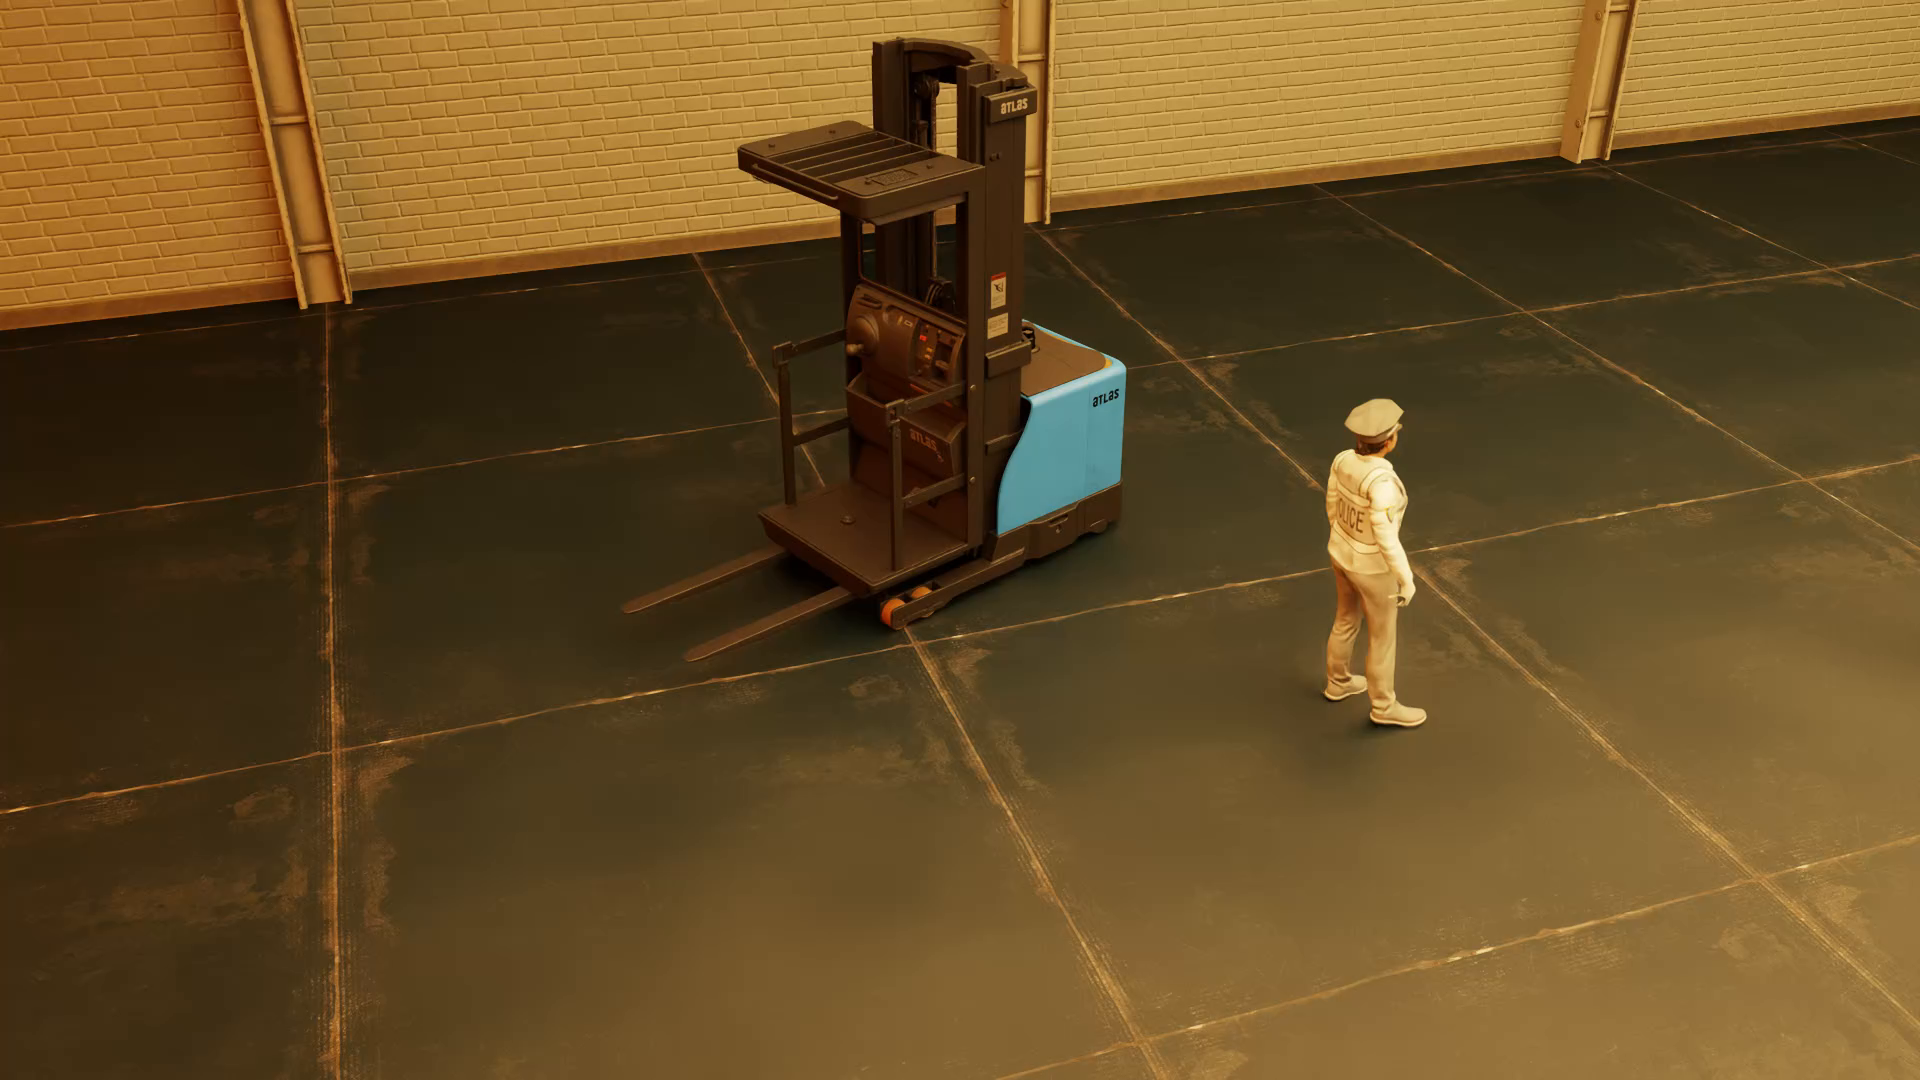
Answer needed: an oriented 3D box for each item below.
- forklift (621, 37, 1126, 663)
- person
[{"bbox_3d":[-0.461,-1.072,8.951,3.031,2.935,1.130,-23,37,-34],"label":"forklift"},{"bbox_3d":[2.046,0.101,8.161,0.477,1.705,0.606,-11,32,-18],"label":"person"}]
